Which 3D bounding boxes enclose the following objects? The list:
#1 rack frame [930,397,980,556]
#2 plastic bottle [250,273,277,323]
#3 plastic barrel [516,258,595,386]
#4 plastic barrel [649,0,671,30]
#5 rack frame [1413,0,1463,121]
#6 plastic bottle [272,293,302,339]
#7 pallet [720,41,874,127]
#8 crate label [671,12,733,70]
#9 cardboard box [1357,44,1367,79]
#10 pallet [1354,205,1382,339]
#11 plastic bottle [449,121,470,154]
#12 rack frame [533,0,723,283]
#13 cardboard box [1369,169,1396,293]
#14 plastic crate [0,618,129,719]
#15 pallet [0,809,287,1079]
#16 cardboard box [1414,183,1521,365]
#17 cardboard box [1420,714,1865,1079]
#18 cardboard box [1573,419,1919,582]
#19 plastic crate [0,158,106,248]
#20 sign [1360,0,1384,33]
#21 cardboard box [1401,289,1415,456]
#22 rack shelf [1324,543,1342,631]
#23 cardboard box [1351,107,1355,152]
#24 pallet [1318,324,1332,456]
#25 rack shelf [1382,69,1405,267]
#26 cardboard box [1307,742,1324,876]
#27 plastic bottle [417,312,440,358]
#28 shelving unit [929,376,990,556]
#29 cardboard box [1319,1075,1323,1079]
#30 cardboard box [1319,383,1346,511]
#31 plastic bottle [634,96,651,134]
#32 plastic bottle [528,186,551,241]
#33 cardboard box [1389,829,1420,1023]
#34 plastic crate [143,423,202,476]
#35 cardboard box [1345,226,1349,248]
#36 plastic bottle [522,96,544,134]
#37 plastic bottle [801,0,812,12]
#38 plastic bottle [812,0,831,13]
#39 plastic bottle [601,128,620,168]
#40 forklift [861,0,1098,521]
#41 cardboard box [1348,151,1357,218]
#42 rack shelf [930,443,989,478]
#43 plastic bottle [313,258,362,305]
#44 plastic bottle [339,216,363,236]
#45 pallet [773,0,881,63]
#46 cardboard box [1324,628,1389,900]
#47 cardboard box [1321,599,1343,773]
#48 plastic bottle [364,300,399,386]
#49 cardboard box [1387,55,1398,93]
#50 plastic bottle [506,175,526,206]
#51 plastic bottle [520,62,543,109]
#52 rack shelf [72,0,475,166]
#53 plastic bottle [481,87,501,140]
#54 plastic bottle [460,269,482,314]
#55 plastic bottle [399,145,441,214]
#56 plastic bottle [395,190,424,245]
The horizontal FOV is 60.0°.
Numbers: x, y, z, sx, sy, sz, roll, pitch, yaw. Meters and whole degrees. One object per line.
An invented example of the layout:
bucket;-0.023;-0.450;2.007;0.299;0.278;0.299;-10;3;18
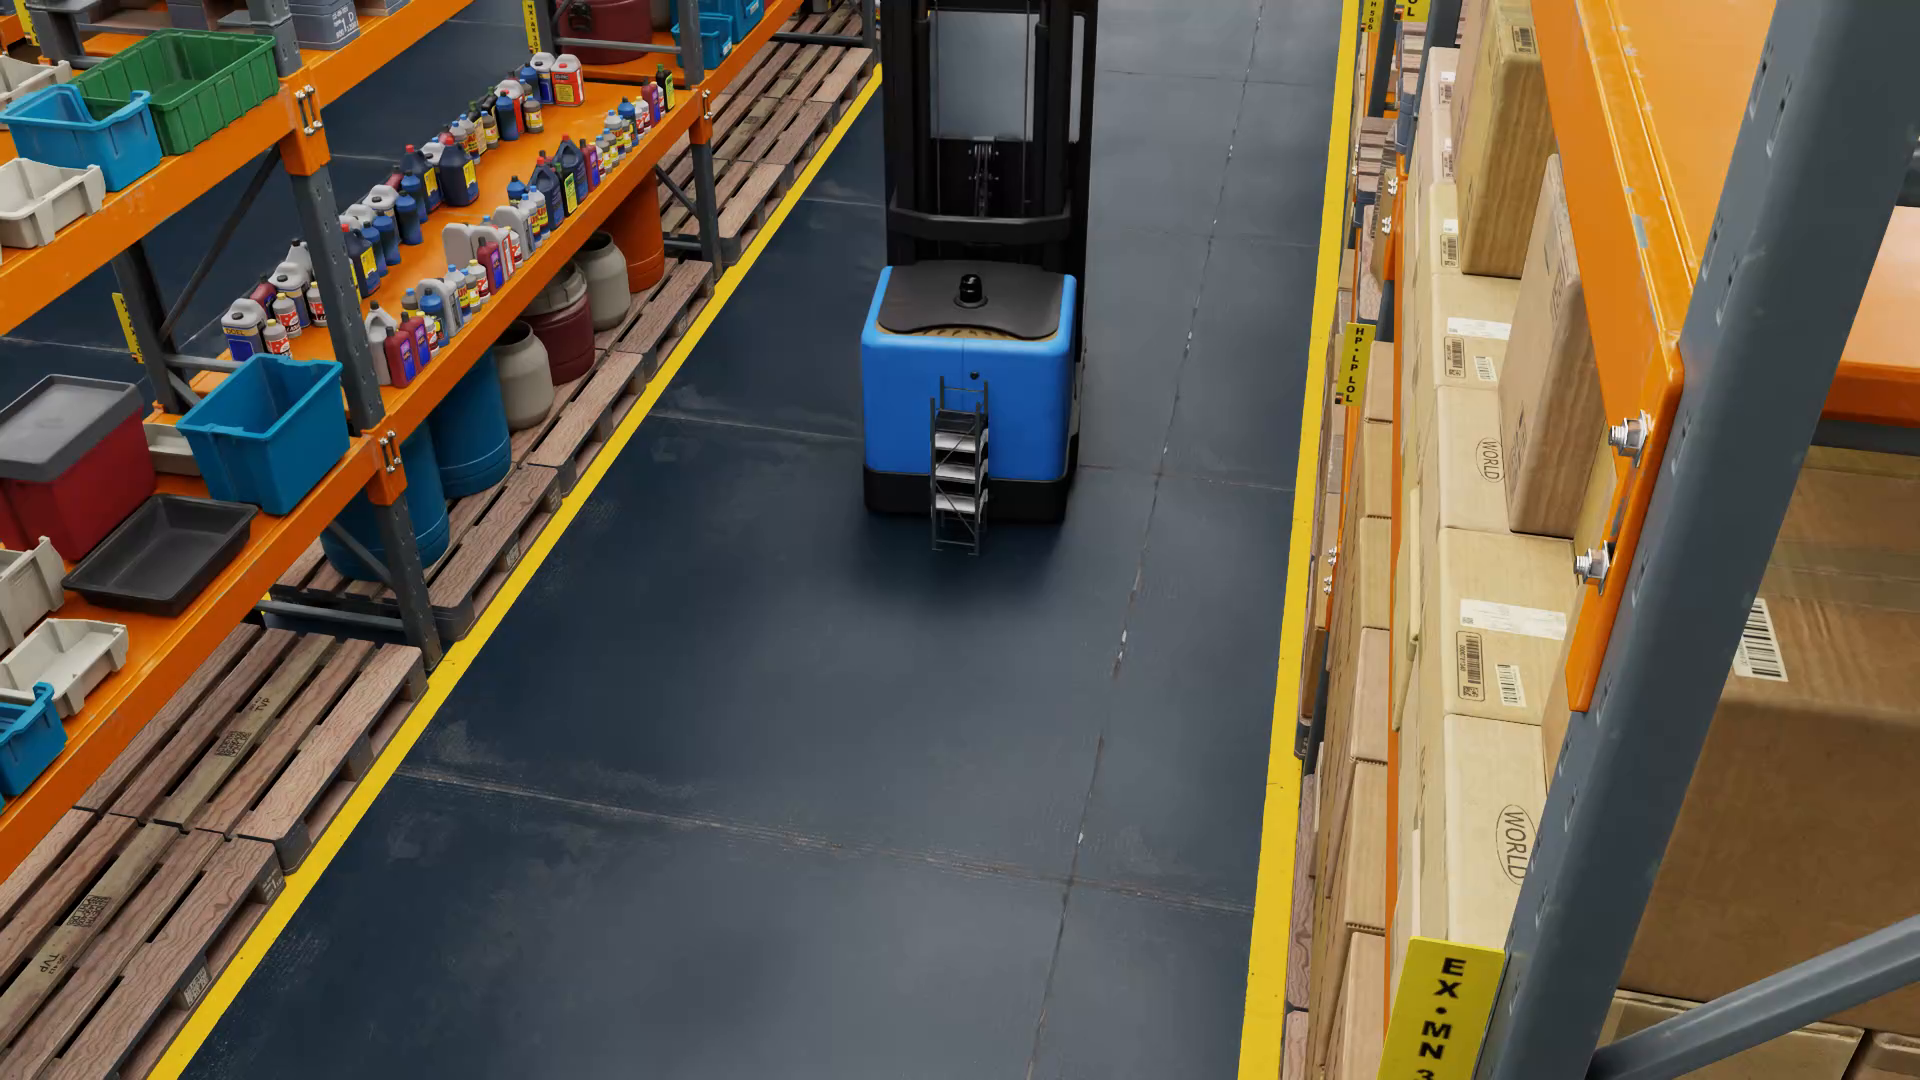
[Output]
rack frame;-0.023;-0.301;8.169;0.240;0.900;0.006;7;37;10
plastic bottle;-3.140;-1.055;7.520;0.061;0.283;0.133;7;37;10
plastic barrel;-2.387;-1.255;9.392;0.600;0.588;0.708;7;37;10
plastic barrel;-2.047;-3.653;10.909;0.421;0.512;0.421;0;36;0
rack frame;1.926;-2.504;4.307;1.000;3.000;0.127;7;37;10
plastic bottle;-3.058;-1.023;7.544;0.097;0.201;0.097;0;36;0
pallet;-1.334;-3.700;13.445;1.003;0.211;1.213;7;37;10
crate label;-1.602;-3.118;10.409;0.303;0.233;0.416;7;37;10
cardboard box;3.191;-3.453;12.236;0.500;0.311;0.500;7;37;9
pallet;2.369;-1.175;7.749;1.003;0.211;1.213;7;37;10
plastic bottle;-2.715;-2.138;9.024;0.097;0.271;0.097;0;36;0
rack frame;-2.058;-2.991;10.091;1.000;3.000;0.127;7;37;10
cardboard box;2.243;-1.306;7.323;0.700;0.500;0.500;-1;36;-2
plastic crate;-2.991;0.421;5.557;0.293;0.136;0.466;7;37;10
pallet;-3.290;1.559;6.189;1.003;0.211;1.213;7;37;10
cardboard box;1.356;-0.611;3.953;0.500;0.250;0.500;7;37;10
cardboard box;0.932;0.536;2.371;0.500;0.250;0.500;7;37;10
cardboard box;1.354;-0.014;2.490;0.700;0.500;0.500;7;37;10
plastic crate;-2.813;-1.029;5.052;0.293;0.136;0.466;7;37;10
sign;2.237;-2.904;8.985;0.100;0.325;0.005;7;37;10
cardboard box;1.361;-0.408;4.099;0.500;0.250;0.500;7;37;10
rack shelf;1.498;1.363;4.696;1.077;0.370;4.000;7;37;10
cardboard box;3.088;-2.928;11.989;0.500;0.250;0.500;6;36;9
pallet;2.583;-0.816;9.466;1.003;0.211;1.213;7;37;10
rack shelf;2.353;-2.145;6.980;1.077;0.370;4.000;7;37;10
cardboard box;1.625;1.049;6.433;0.500;0.311;0.500;7;37;10
plastic bottle;-2.382;-0.919;7.401;0.097;0.201;0.097;0;36;0
shelving unit;-0.002;-0.359;8.249;0.258;0.900;0.210;7;37;10
cardboard box;1.008;1.589;3.686;0.500;0.500;0.500;8;37;10
cardboard box;2.079;-0.421;8.300;0.500;0.500;0.500;6;36;8
plastic bottle;-1.820;-2.429;9.485;0.097;0.201;0.097;0;36;0
plastic bottle;-2.122;-1.646;8.345;0.097;0.271;0.097;0;36;0
cardboard box;0.923;0.737;2.519;0.500;0.250;0.500;7;37;10
plastic crate;-3.152;-0.366;6.643;0.396;0.136;0.243;7;37;10
cardboard box;2.654;-1.757;10.373;0.500;0.250;0.500;8;37;11
plastic bottle;-2.440;-2.433;9.490;0.097;0.201;0.097;0;36;0
plastic bottle;-1.348;-4.795;14.463;0.144;0.351;0.185;6;36;9
plastic bottle;-1.207;-4.777;14.438;0.144;0.351;0.185;7;37;10
plastic bottle;-1.924;-2.150;9.100;0.097;0.201;0.097;0;36;0
forklift;0.170;-2.137;8.971;1.130;2.935;3.031;4;36;5
cardboard box;2.756;-2.282;10.620;0.500;0.311;0.500;7;36;9
rack shelf;-0.002;-0.405;8.216;0.258;0.077;0.200;7;37;10
plastic bottle;-2.895;-1.228;7.700;0.144;0.351;0.185;7;37;10
plastic bottle;-2.959;-1.413;8.019;0.152;0.276;0.135;7;37;10
pallet;-1.020;-4.535;14.597;1.003;0.211;1.213;7;37;10
cardboard box;1.221;0.601;4.197;0.500;0.500;0.500;8;37;11
cardboard box;1.444;0.437;5.276;0.500;0.500;0.500;8;37;11
plastic bottle;-2.512;-0.862;7.196;0.144;0.351;0.185;7;37;10
cardboard box;2.702;-2.817;10.064;0.380;0.149;0.250;7;37;10
plastic bottle;-2.242;-1.720;8.447;0.097;0.271;0.097;0;36;0
plastic bottle;-2.518;-2.668;9.755;0.097;0.271;0.097;0;36;0
rack shelf;-2.486;-2.768;7.840;1.077;0.370;4.000;7;37;10
plastic bottle;-2.639;-2.400;9.375;0.061;0.283;0.133;7;37;10
plastic bottle;-2.291;-1.164;7.739;0.097;0.201;0.097;0;36;0
plastic bottle;-2.801;-1.877;8.596;0.144;0.351;0.185;7;37;10
plastic bottle;-2.754;-1.616;8.303;0.097;0.271;0.097;0;36;0
